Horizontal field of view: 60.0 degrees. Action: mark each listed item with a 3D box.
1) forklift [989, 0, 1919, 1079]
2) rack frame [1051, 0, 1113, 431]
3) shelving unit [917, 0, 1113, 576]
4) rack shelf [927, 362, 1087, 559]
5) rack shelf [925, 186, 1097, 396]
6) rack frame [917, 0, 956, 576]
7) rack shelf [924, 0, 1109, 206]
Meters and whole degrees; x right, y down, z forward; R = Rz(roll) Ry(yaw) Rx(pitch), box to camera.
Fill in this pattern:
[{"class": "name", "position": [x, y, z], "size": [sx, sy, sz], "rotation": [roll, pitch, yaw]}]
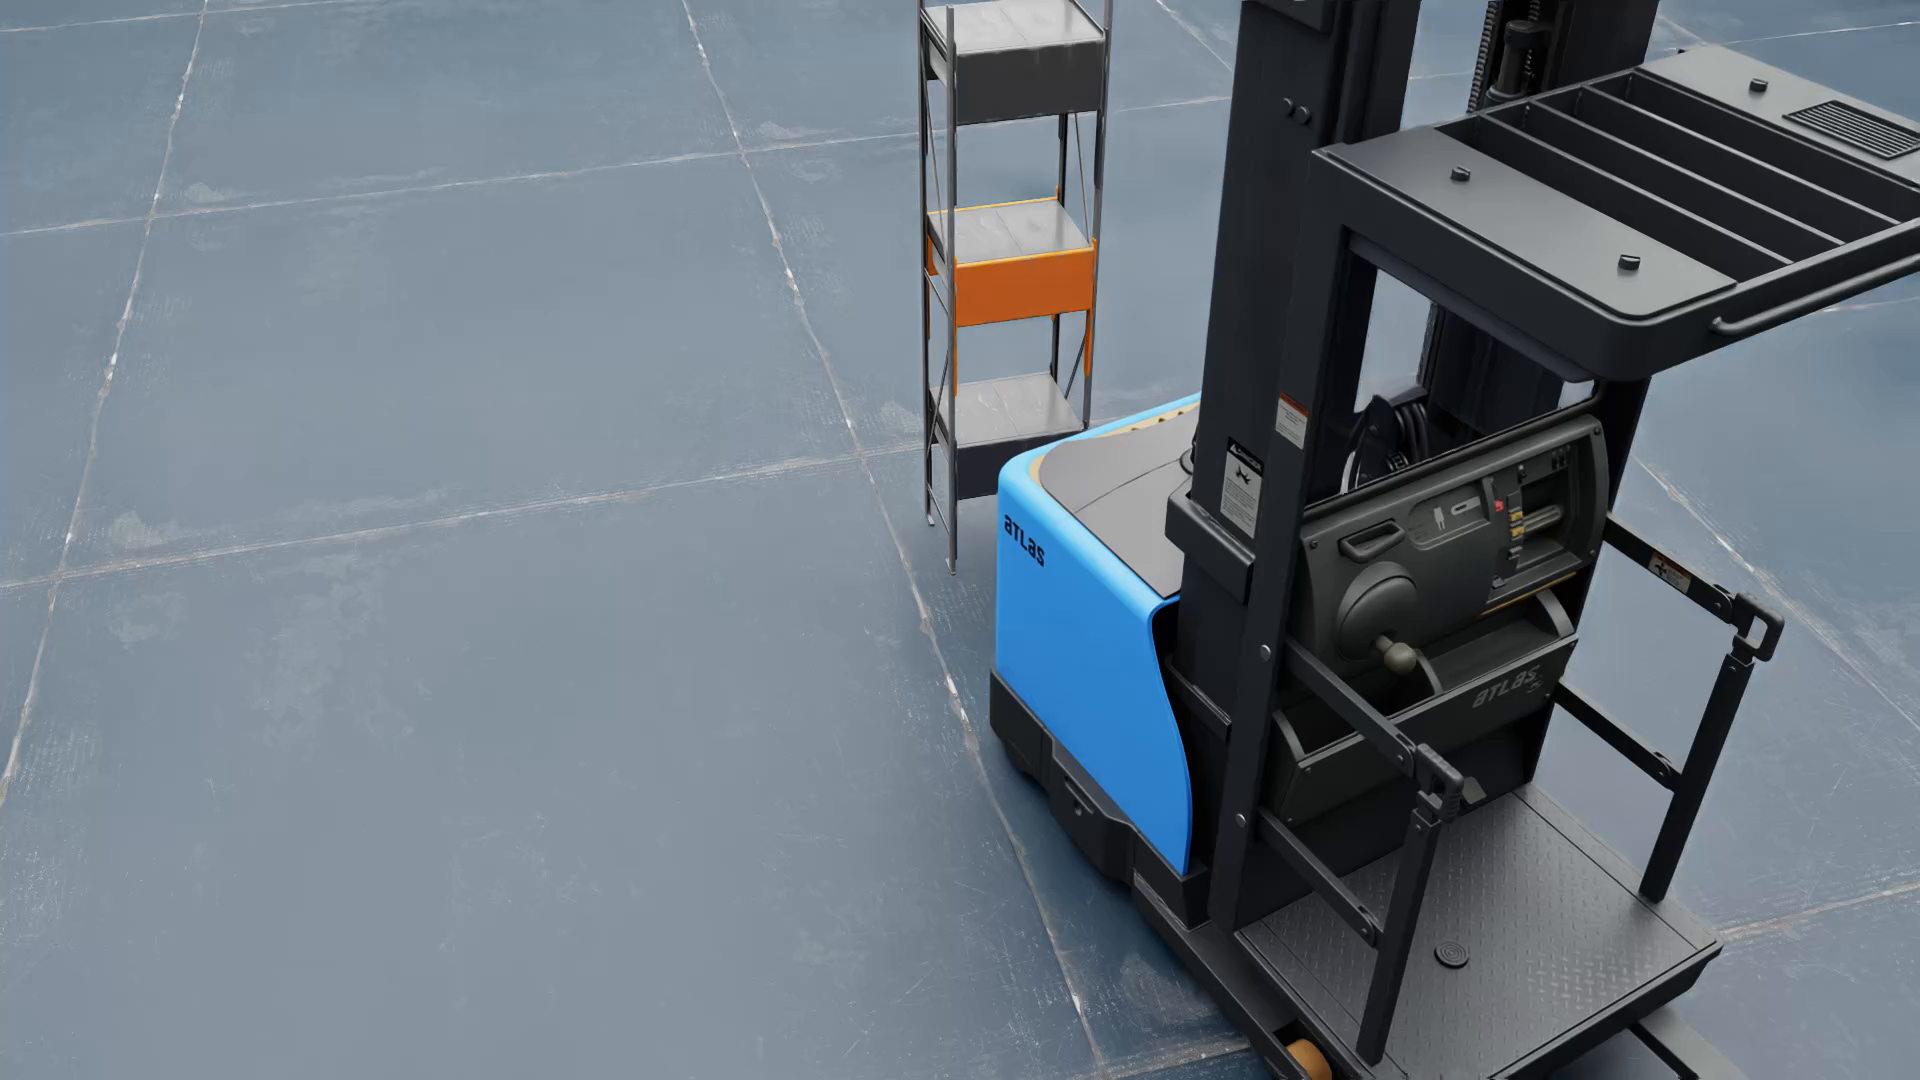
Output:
[{"class": "forklift", "position": [1.277, 0.080, 3.733], "size": [1.130, 2.935, 3.031], "rotation": [-20, 42, -24]}, {"class": "rack frame", "position": [0.395, -0.899, 5.697], "size": [0.015, 2.100, 0.400], "rotation": [-9, 38, -12]}, {"class": "shelving unit", "position": [0.160, -0.860, 5.646], "size": [0.503, 2.100, 0.431], "rotation": [-9, 38, -12]}, {"class": "rack shelf", "position": [0.160, -0.293, 6.080], "size": [0.480, 0.518, 0.431], "rotation": [-9, 38, -12]}, {"class": "rack shelf", "position": [0.160, -0.849, 5.655], "size": [0.480, 0.518, 0.431], "rotation": [-9, 38, -12]}, {"class": "rack frame", "position": [-0.076, -0.822, 5.596], "size": [0.015, 2.100, 0.400], "rotation": [-9, 38, -12]}, {"class": "rack shelf", "position": [0.160, -1.405, 5.229], "size": [0.480, 0.518, 0.431], "rotation": [-9, 38, -12]}]
